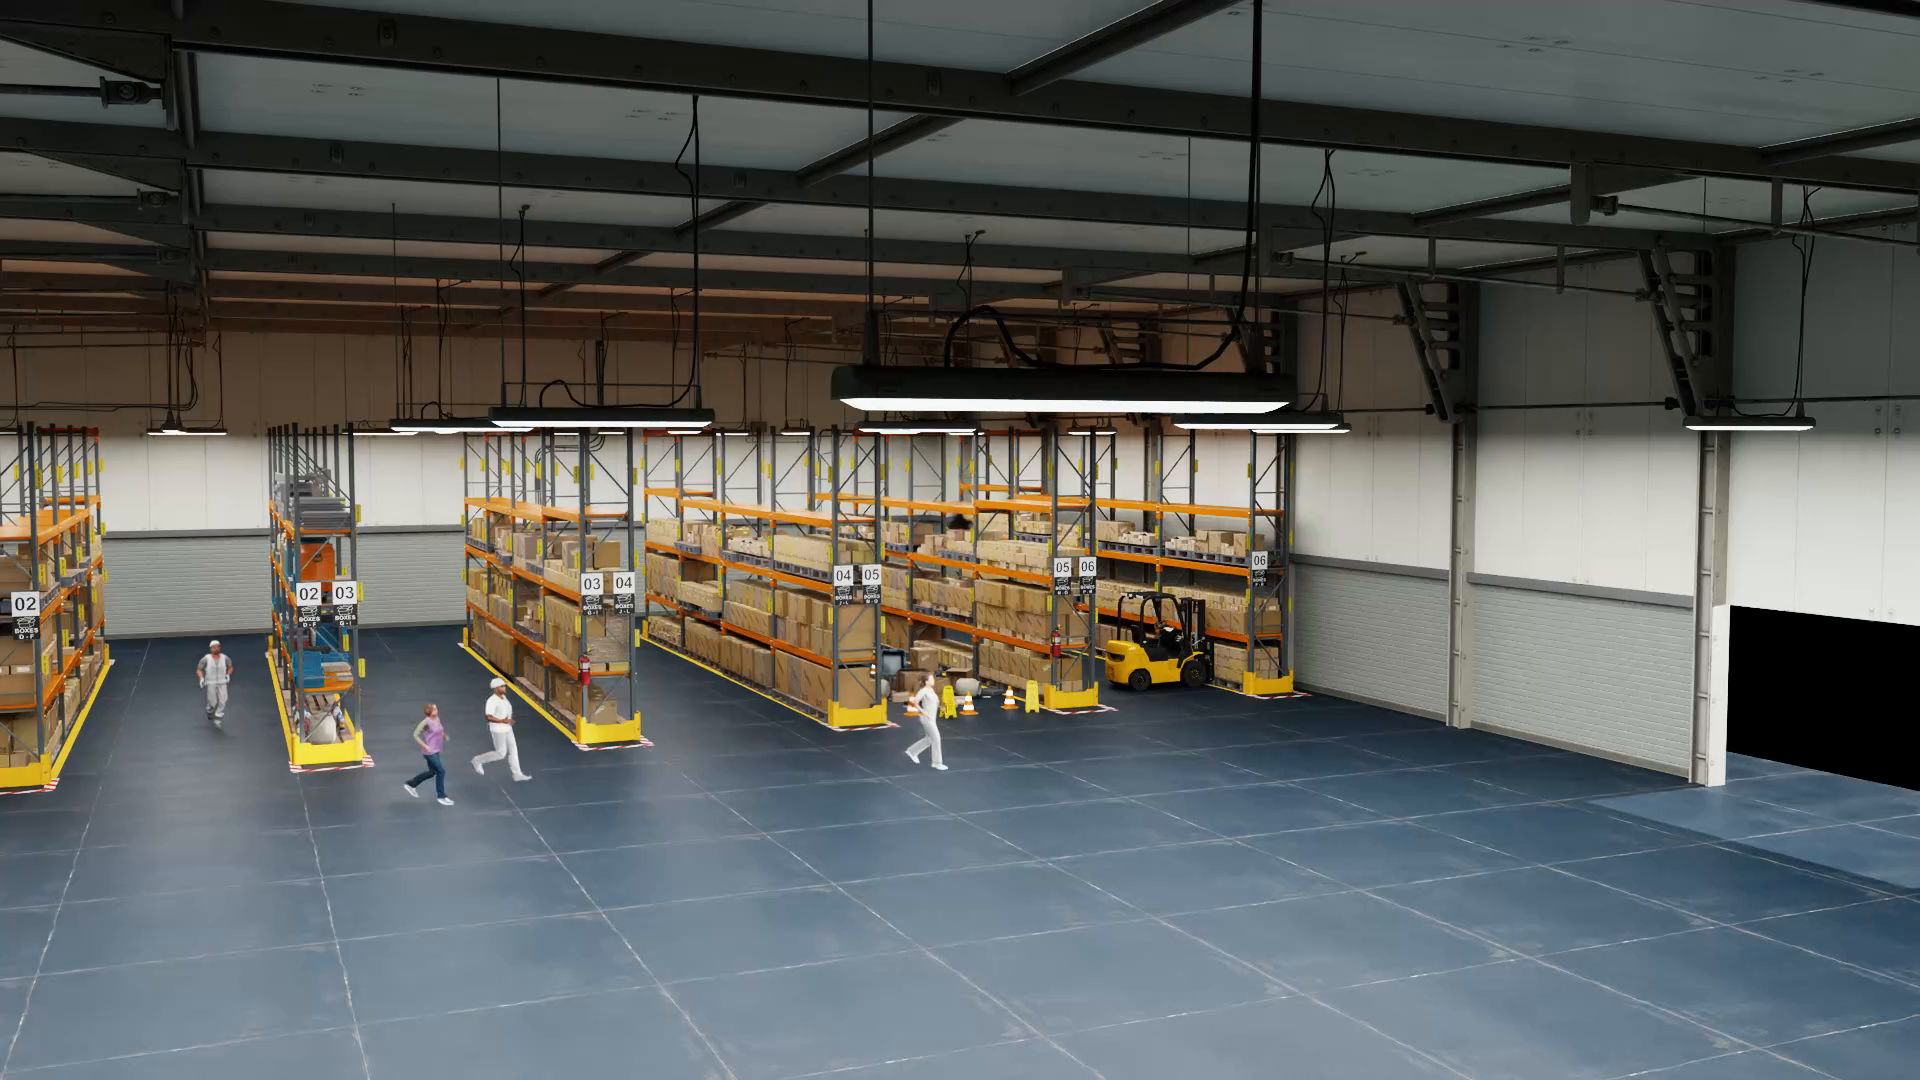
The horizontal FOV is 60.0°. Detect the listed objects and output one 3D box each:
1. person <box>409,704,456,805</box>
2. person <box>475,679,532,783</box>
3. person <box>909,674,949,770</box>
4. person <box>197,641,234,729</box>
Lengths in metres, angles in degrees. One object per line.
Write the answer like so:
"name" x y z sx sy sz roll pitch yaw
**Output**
"person" -8.264 3.348 26.024 0.746 1.596 0.532 0 4 7
"person" -7.579 3.175 27.658 0.928 1.743 0.713 0 4 8
"person" -0.548 3.136 28.792 0.760 1.663 0.573 1 4 17
"person" -14.659 2.855 32.790 0.657 1.740 0.597 -2 4 -35
